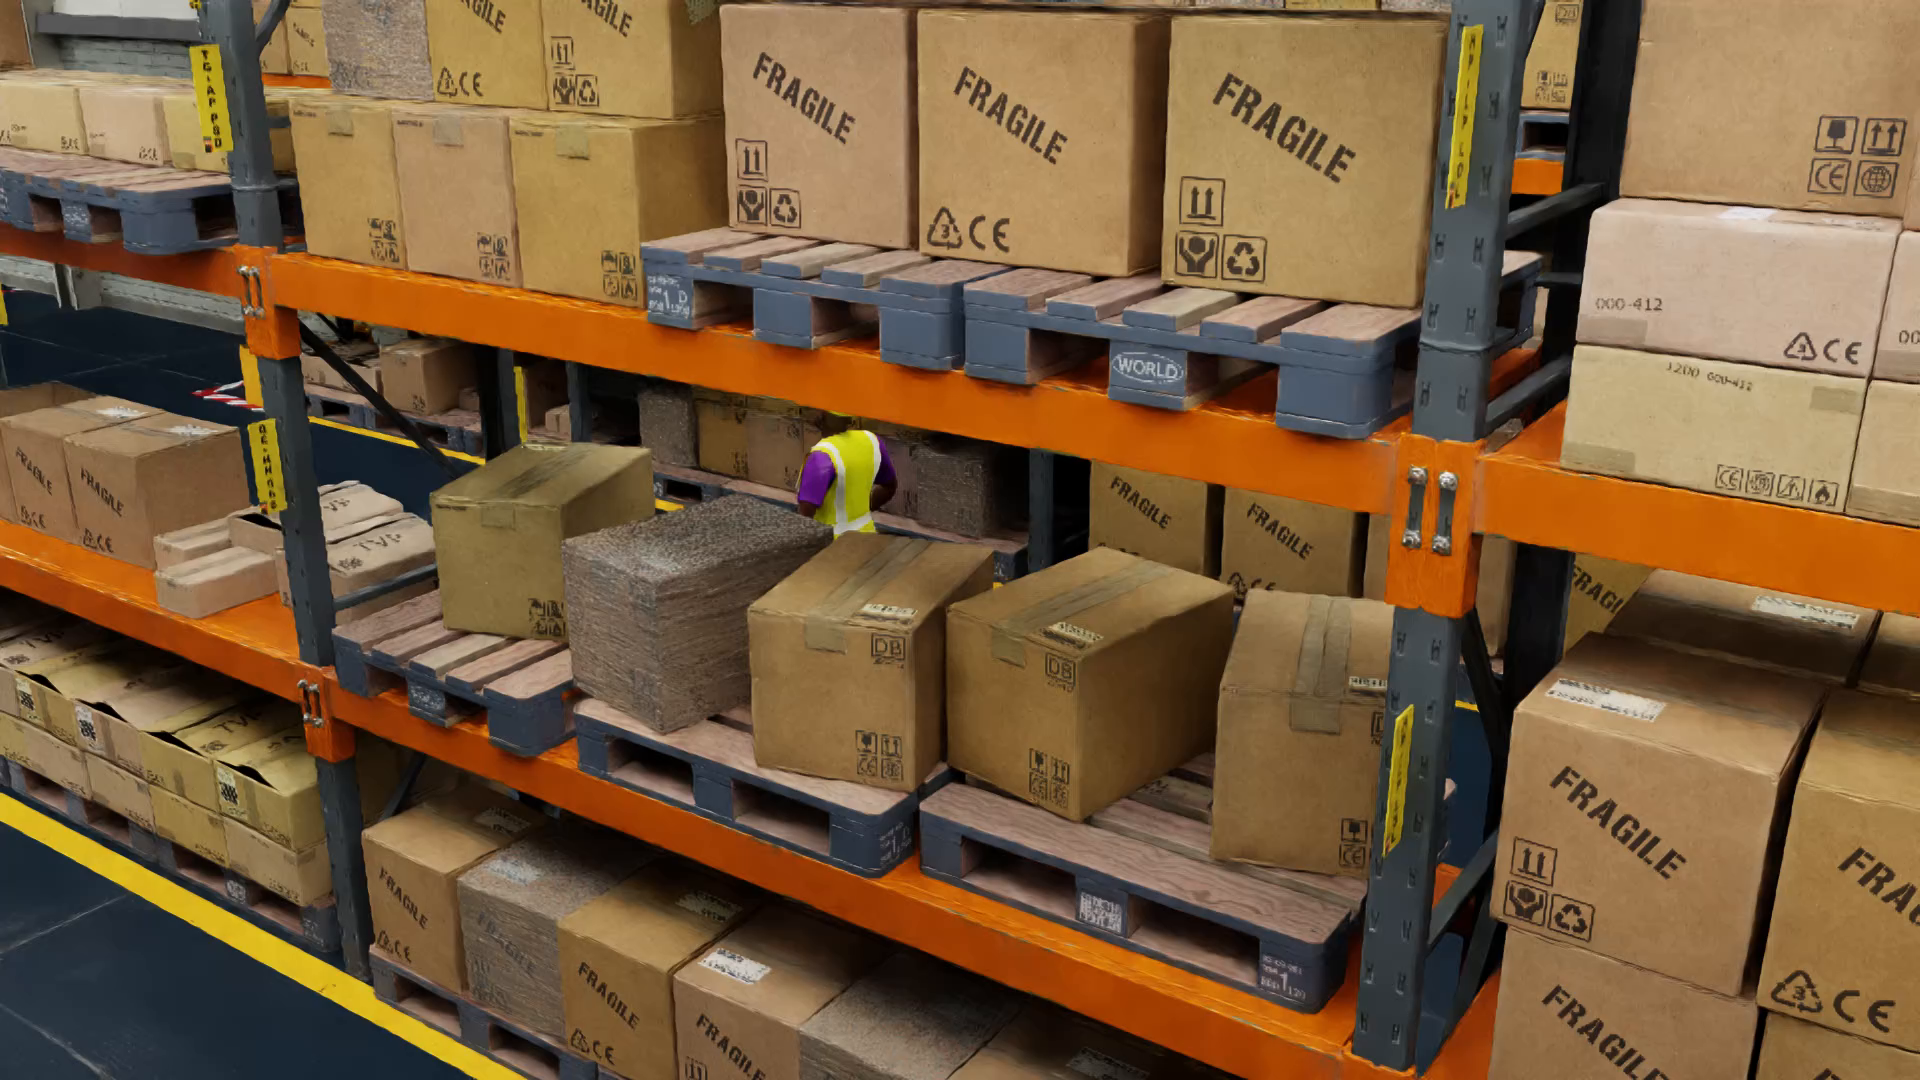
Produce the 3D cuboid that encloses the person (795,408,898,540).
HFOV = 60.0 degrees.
[{"bbox_3d":[-0.681,0.029,8.506,0.523,1.732,0.749,8,21,21],"label":"person"}]
